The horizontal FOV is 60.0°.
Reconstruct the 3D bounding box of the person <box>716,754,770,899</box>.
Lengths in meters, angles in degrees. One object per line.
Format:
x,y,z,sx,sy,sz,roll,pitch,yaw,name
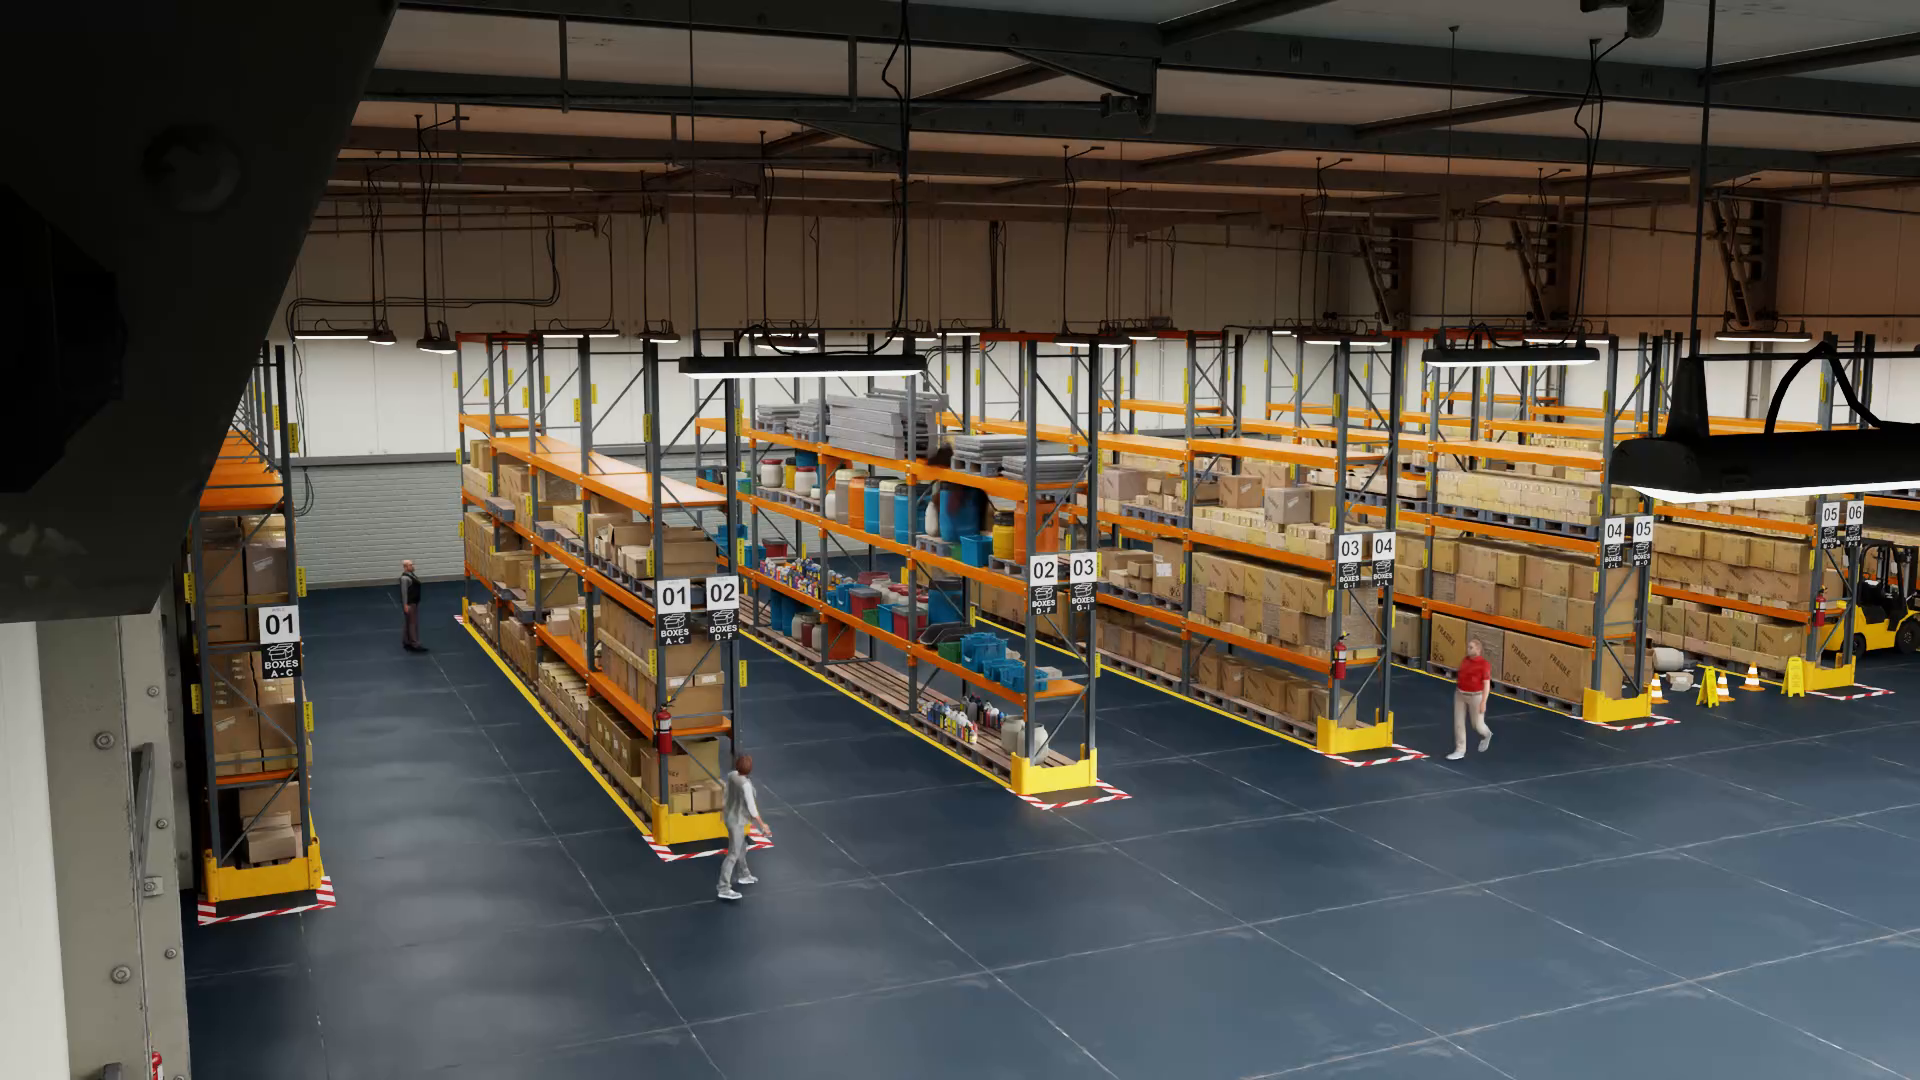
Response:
-2.438,3.115,18.288,0.588,1.598,0.582,-3,8,-24,person

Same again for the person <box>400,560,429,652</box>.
-10.374,1.231,31.580,0.507,1.743,0.560,-1,8,-11,person

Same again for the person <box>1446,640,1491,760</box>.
7.348,2.276,23.824,0.513,1.702,0.758,6,10,36,person
